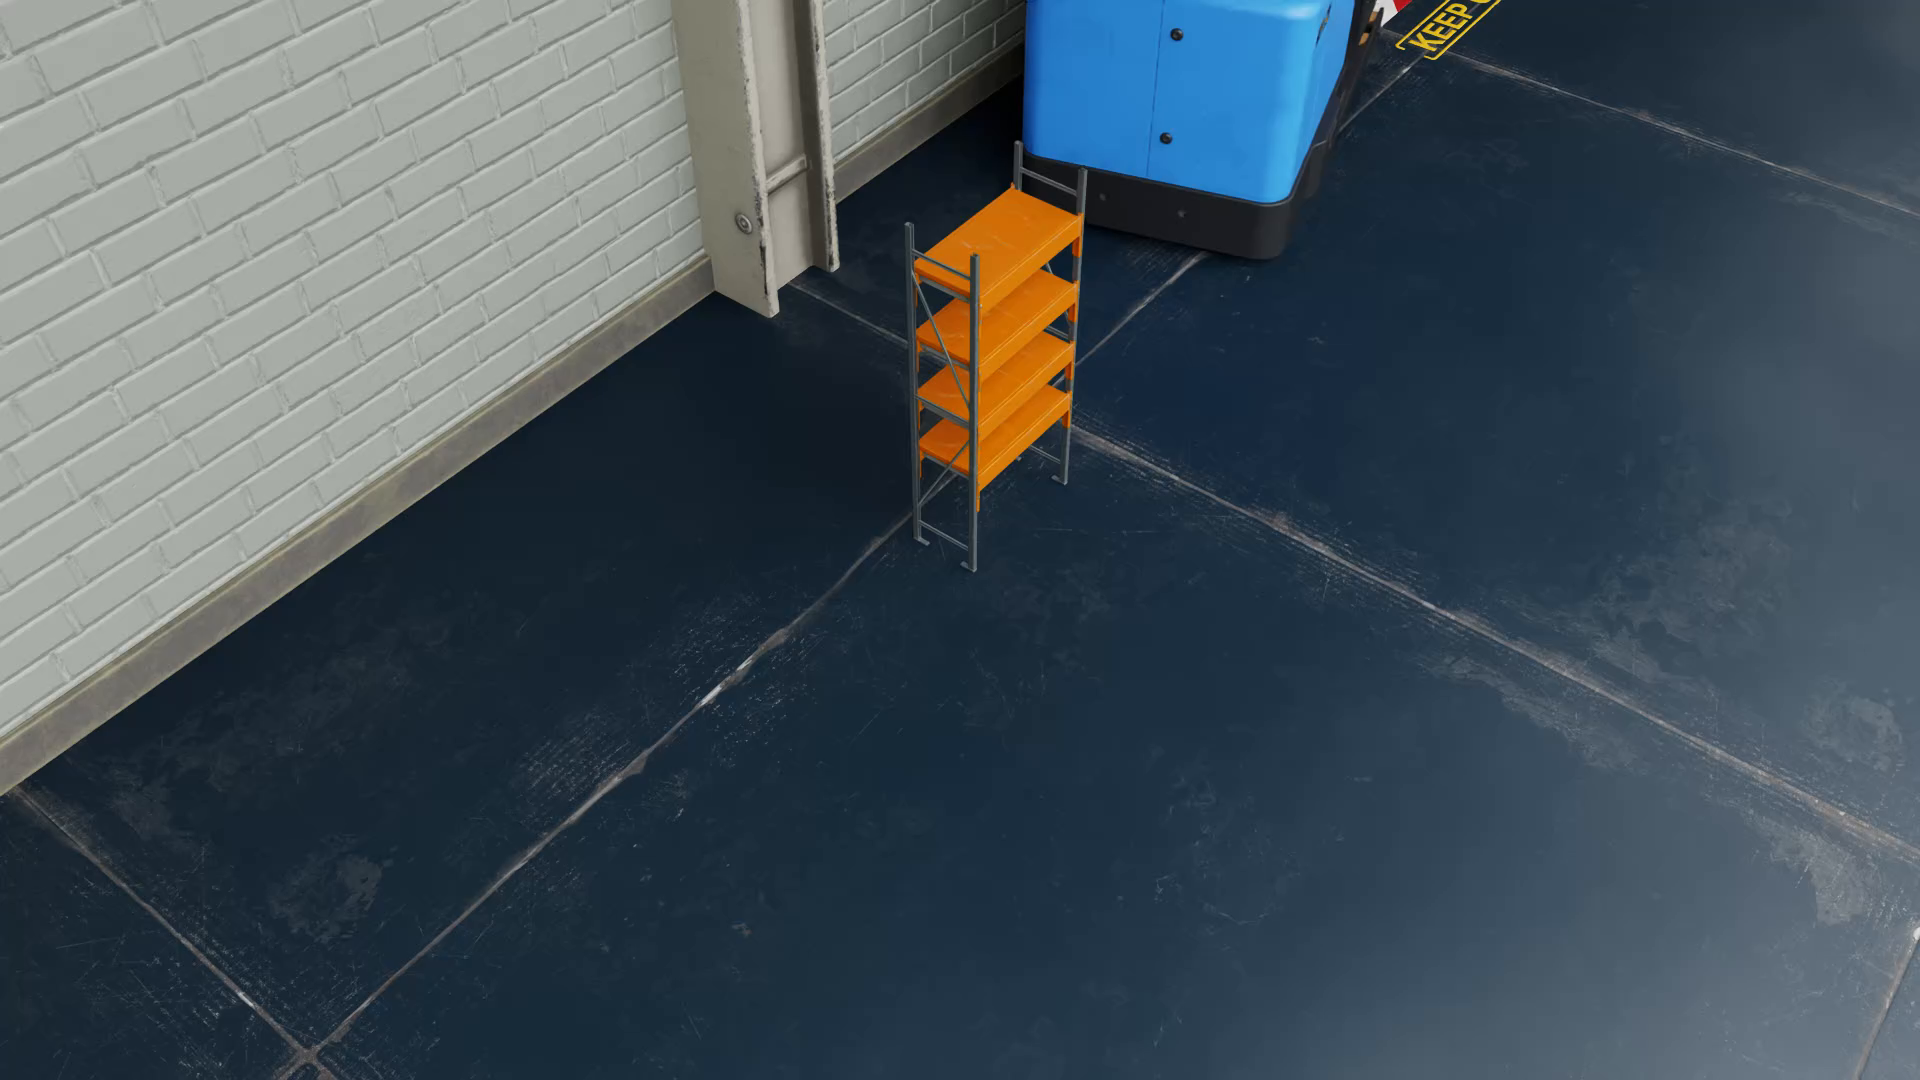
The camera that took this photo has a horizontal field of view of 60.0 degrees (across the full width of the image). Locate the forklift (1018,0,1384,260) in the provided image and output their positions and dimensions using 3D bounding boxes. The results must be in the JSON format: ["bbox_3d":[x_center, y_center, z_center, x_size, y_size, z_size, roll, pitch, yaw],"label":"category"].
[{"bbox_3d":[1.211,-3.132,6.215,1.130,2.935,3.031,15,48,14],"label":"forklift"}]

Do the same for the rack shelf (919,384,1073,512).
[{"bbox_3d":[0.101,-0.326,5.099,0.258,0.148,0.480,29,53,25],"label":"rack shelf"}]

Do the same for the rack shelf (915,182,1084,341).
[{"bbox_3d":[0.101,-0.781,4.622,0.258,0.148,0.480,29,53,25],"label":"rack shelf"}]

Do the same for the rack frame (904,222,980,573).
[{"bbox_3d":[-0.048,-0.370,4.773,0.240,1.200,0.015,29,53,25],"label":"rack frame"}]

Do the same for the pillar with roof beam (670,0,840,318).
[{"bbox_3d":[2.718,-2.189,1.118,9.100,9.000,0.400,29,53,25],"label":"pillar with roof beam"}]

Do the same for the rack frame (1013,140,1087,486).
[{"bbox_3d":[0.250,-0.649,5.040,0.240,1.200,0.015,29,53,25],"label":"rack frame"}]

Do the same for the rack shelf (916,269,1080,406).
[{"bbox_3d":[0.101,-0.617,4.794,0.258,0.148,0.480,29,53,25],"label":"rack shelf"}]

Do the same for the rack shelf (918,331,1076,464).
[{"bbox_3d":[0.101,-0.463,4.955,0.258,0.148,0.480,29,53,25],"label":"rack shelf"}]

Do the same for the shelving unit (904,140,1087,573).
[{"bbox_3d":[0.101,-0.509,4.907,0.258,1.200,0.503,29,53,25],"label":"shelving unit"}]
